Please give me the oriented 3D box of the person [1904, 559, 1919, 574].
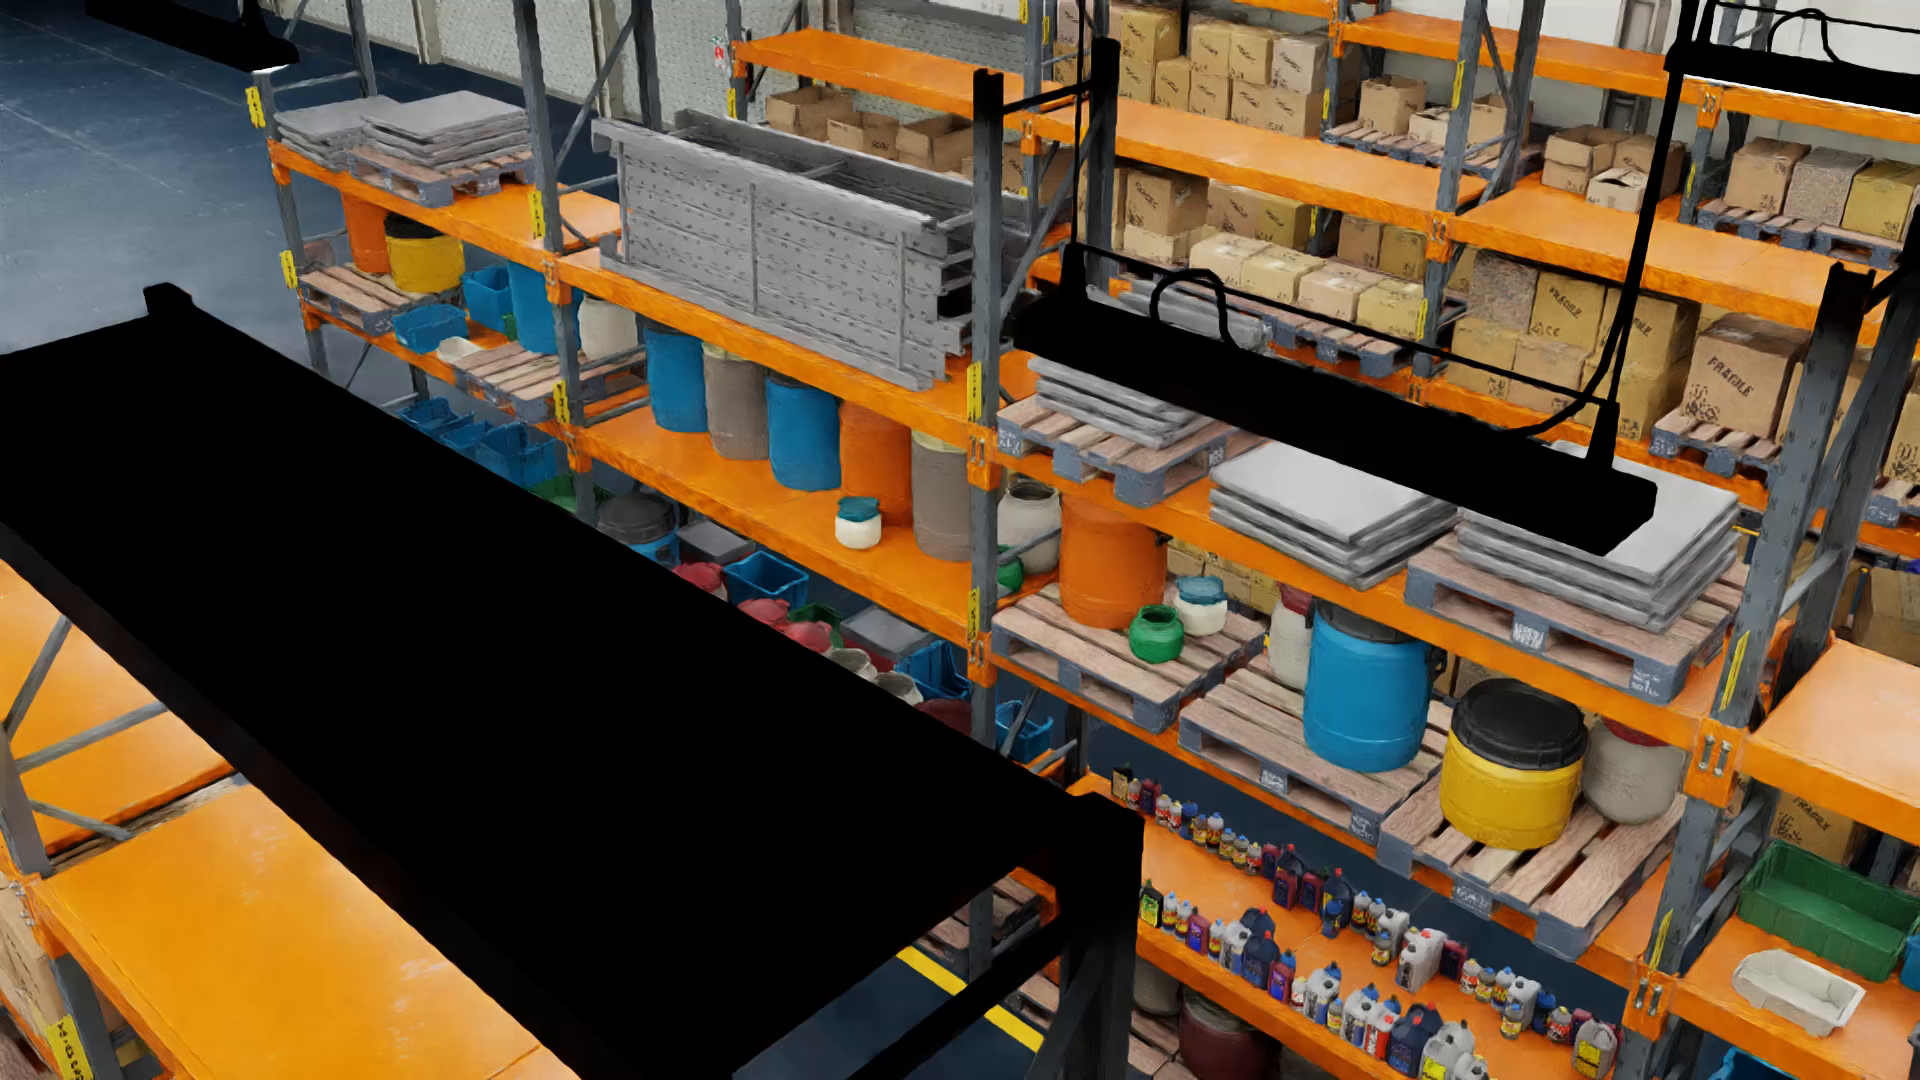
[{"bbox_3d":[7.809,0.575,13.594,0.447,1.560,1.088,-26,38,-38],"label":"person"}]
